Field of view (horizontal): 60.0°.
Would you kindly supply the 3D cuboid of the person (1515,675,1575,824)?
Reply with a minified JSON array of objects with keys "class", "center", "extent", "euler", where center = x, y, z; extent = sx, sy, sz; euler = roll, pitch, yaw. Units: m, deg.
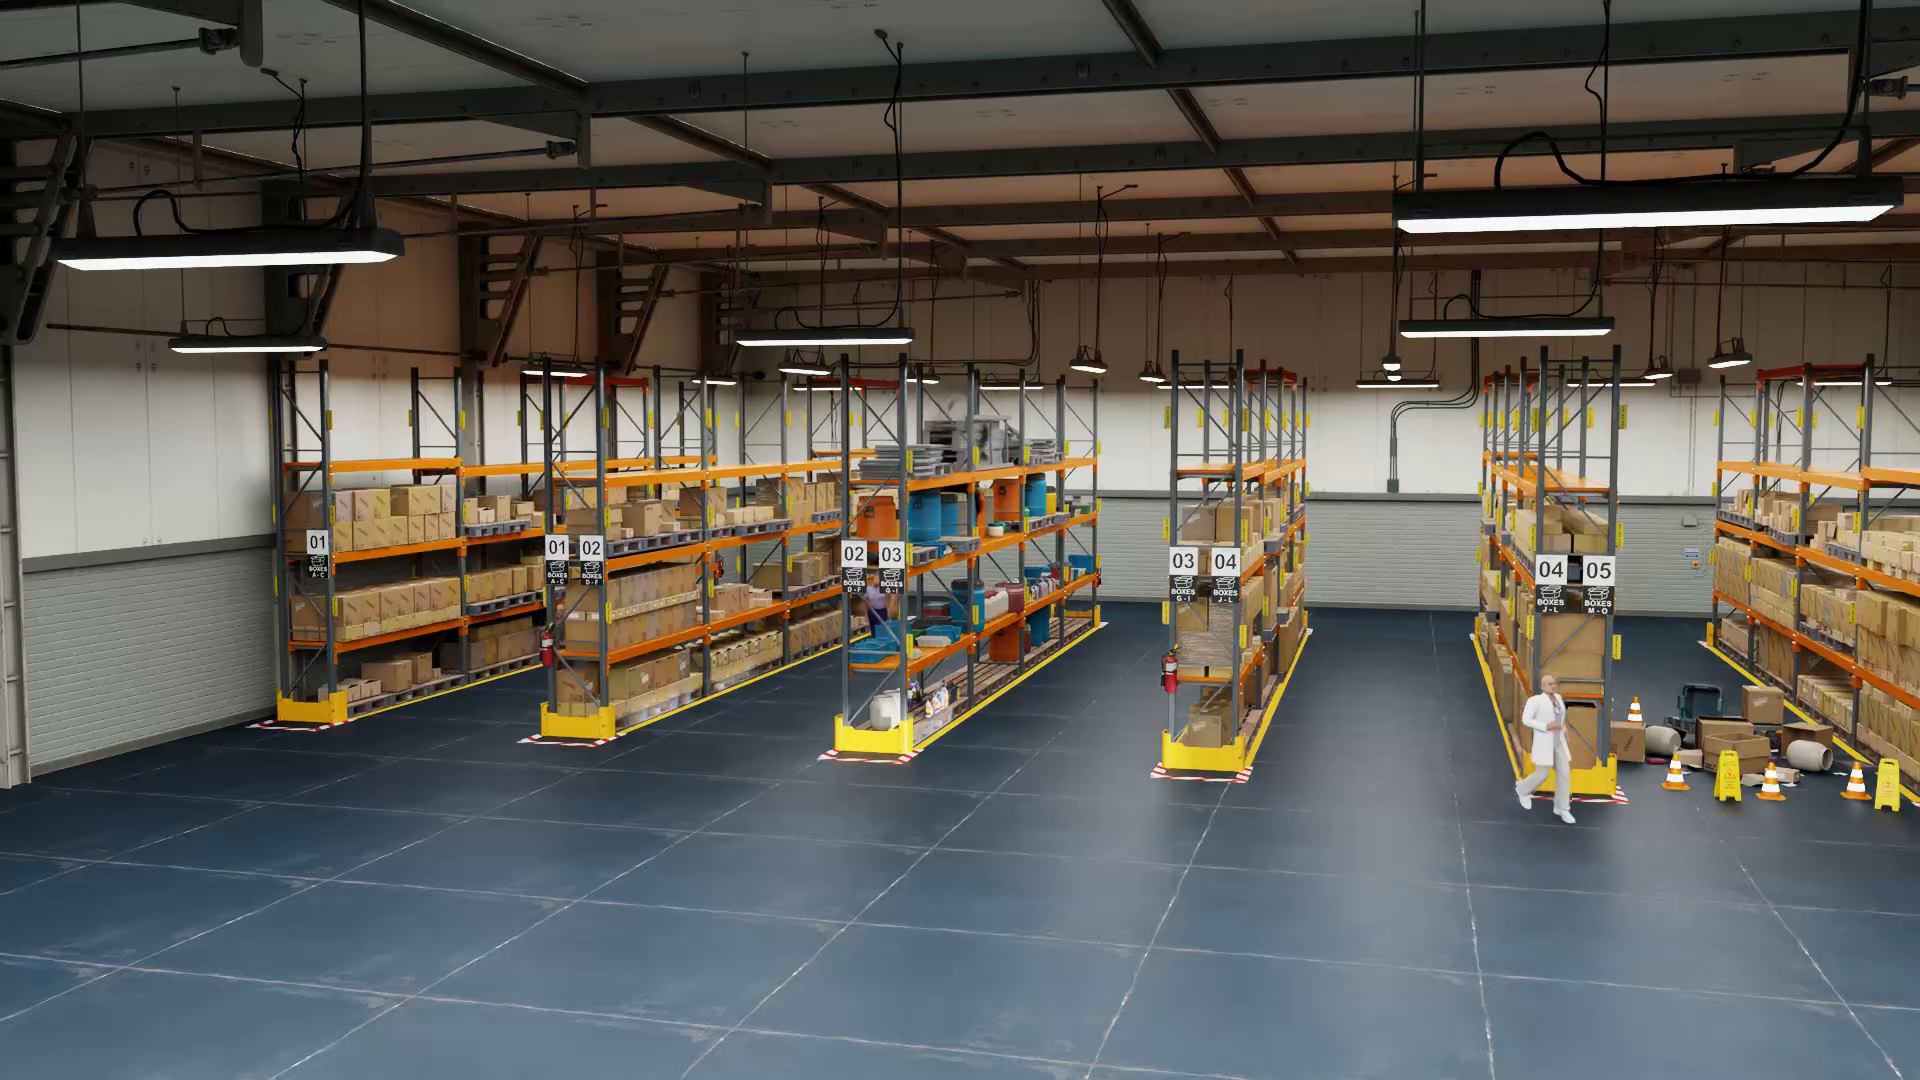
[{"class":"person","center":[7.405,2.612,21.005],"extent":[0.718,1.798,0.915],"euler":[-1,4,-20]}]

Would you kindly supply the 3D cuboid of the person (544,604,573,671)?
[{"class":"person","center":[-7.075,2.005,29.524],"extent":[0.709,1.742,0.799],"euler":[1,4,7]}]

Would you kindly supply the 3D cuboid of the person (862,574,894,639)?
[{"class":"person","center":[-1.639,1.518,33.047],"extent":[0.624,1.697,0.786],"euler":[0,4,7]}]
